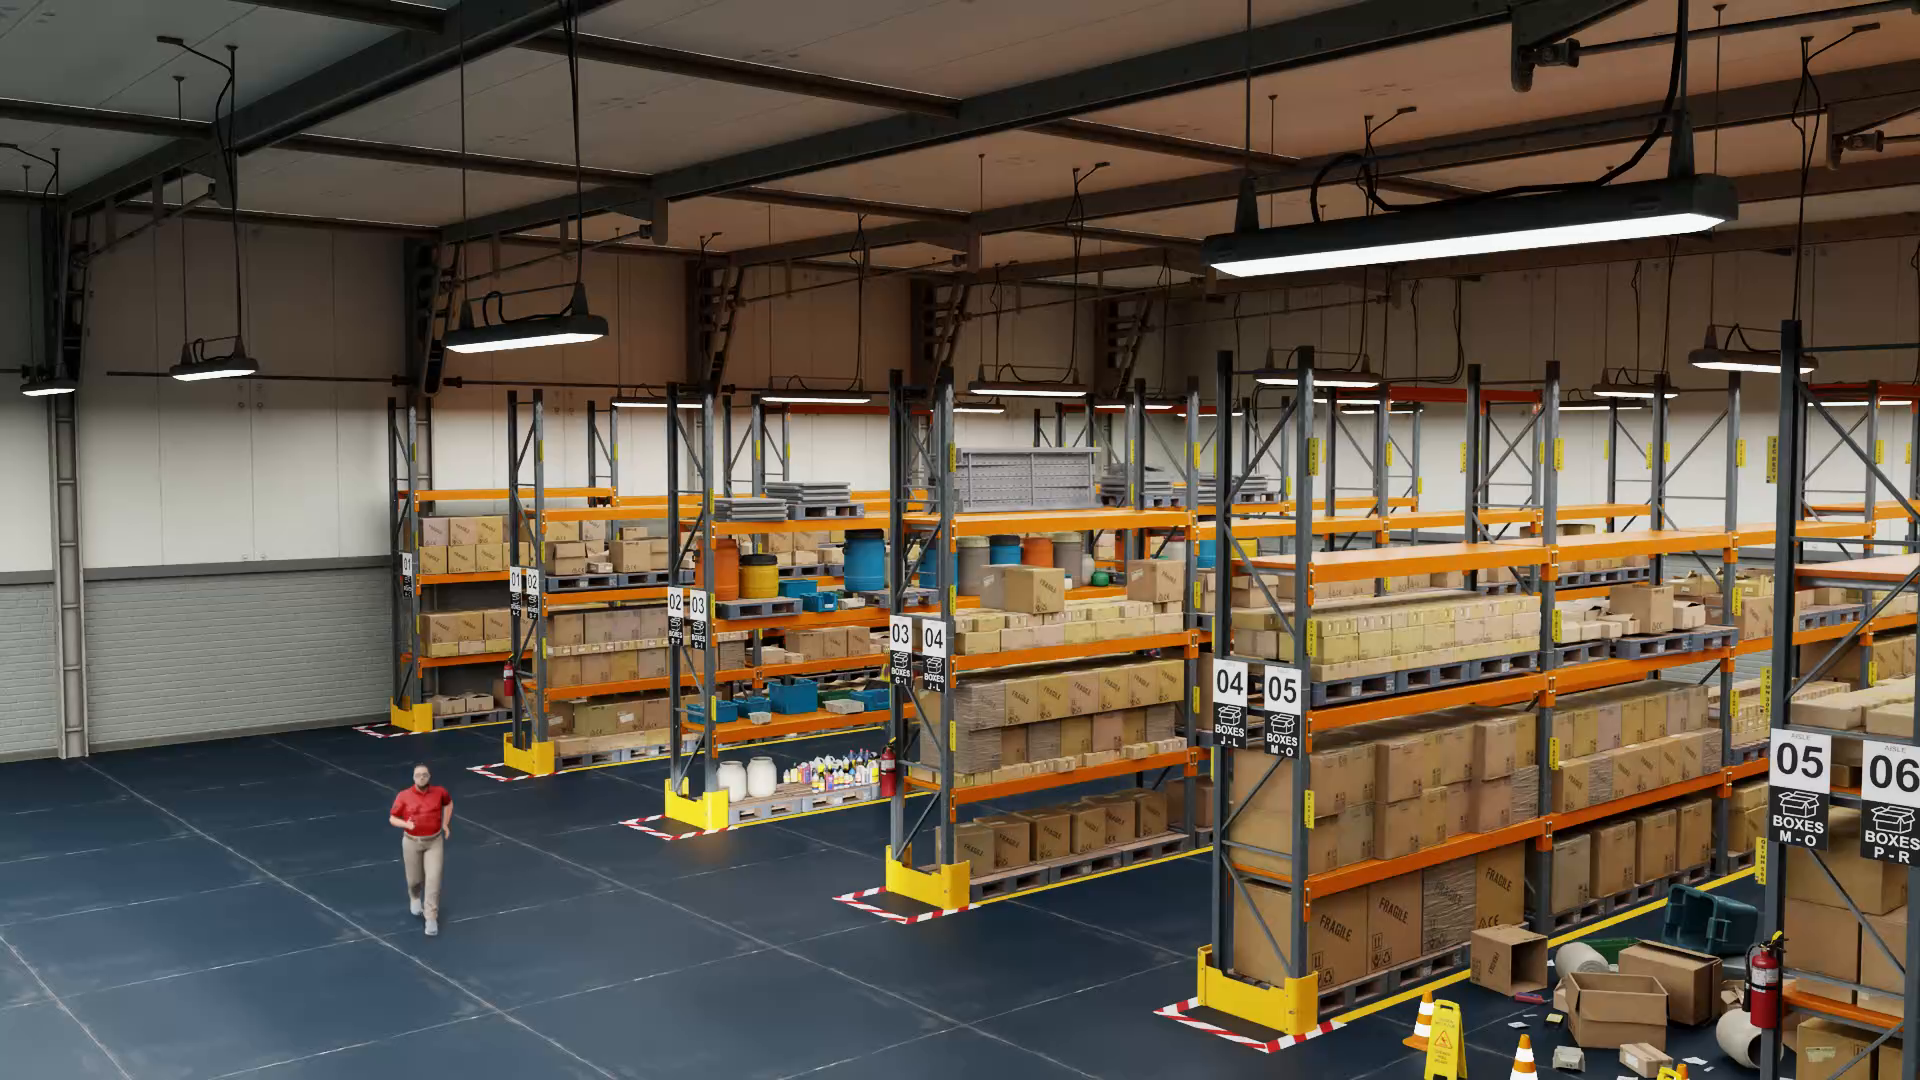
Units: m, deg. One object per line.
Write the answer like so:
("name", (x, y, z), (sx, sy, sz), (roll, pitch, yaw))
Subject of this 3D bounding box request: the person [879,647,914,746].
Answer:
("person", (-1.124, 2.659, 28.140), (0.736, 1.722, 0.605), (3, 5, 44))

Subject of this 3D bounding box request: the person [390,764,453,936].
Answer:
("person", (-5.719, 3.248, 17.683), (0.643, 1.721, 0.973), (-1, 4, -21))
